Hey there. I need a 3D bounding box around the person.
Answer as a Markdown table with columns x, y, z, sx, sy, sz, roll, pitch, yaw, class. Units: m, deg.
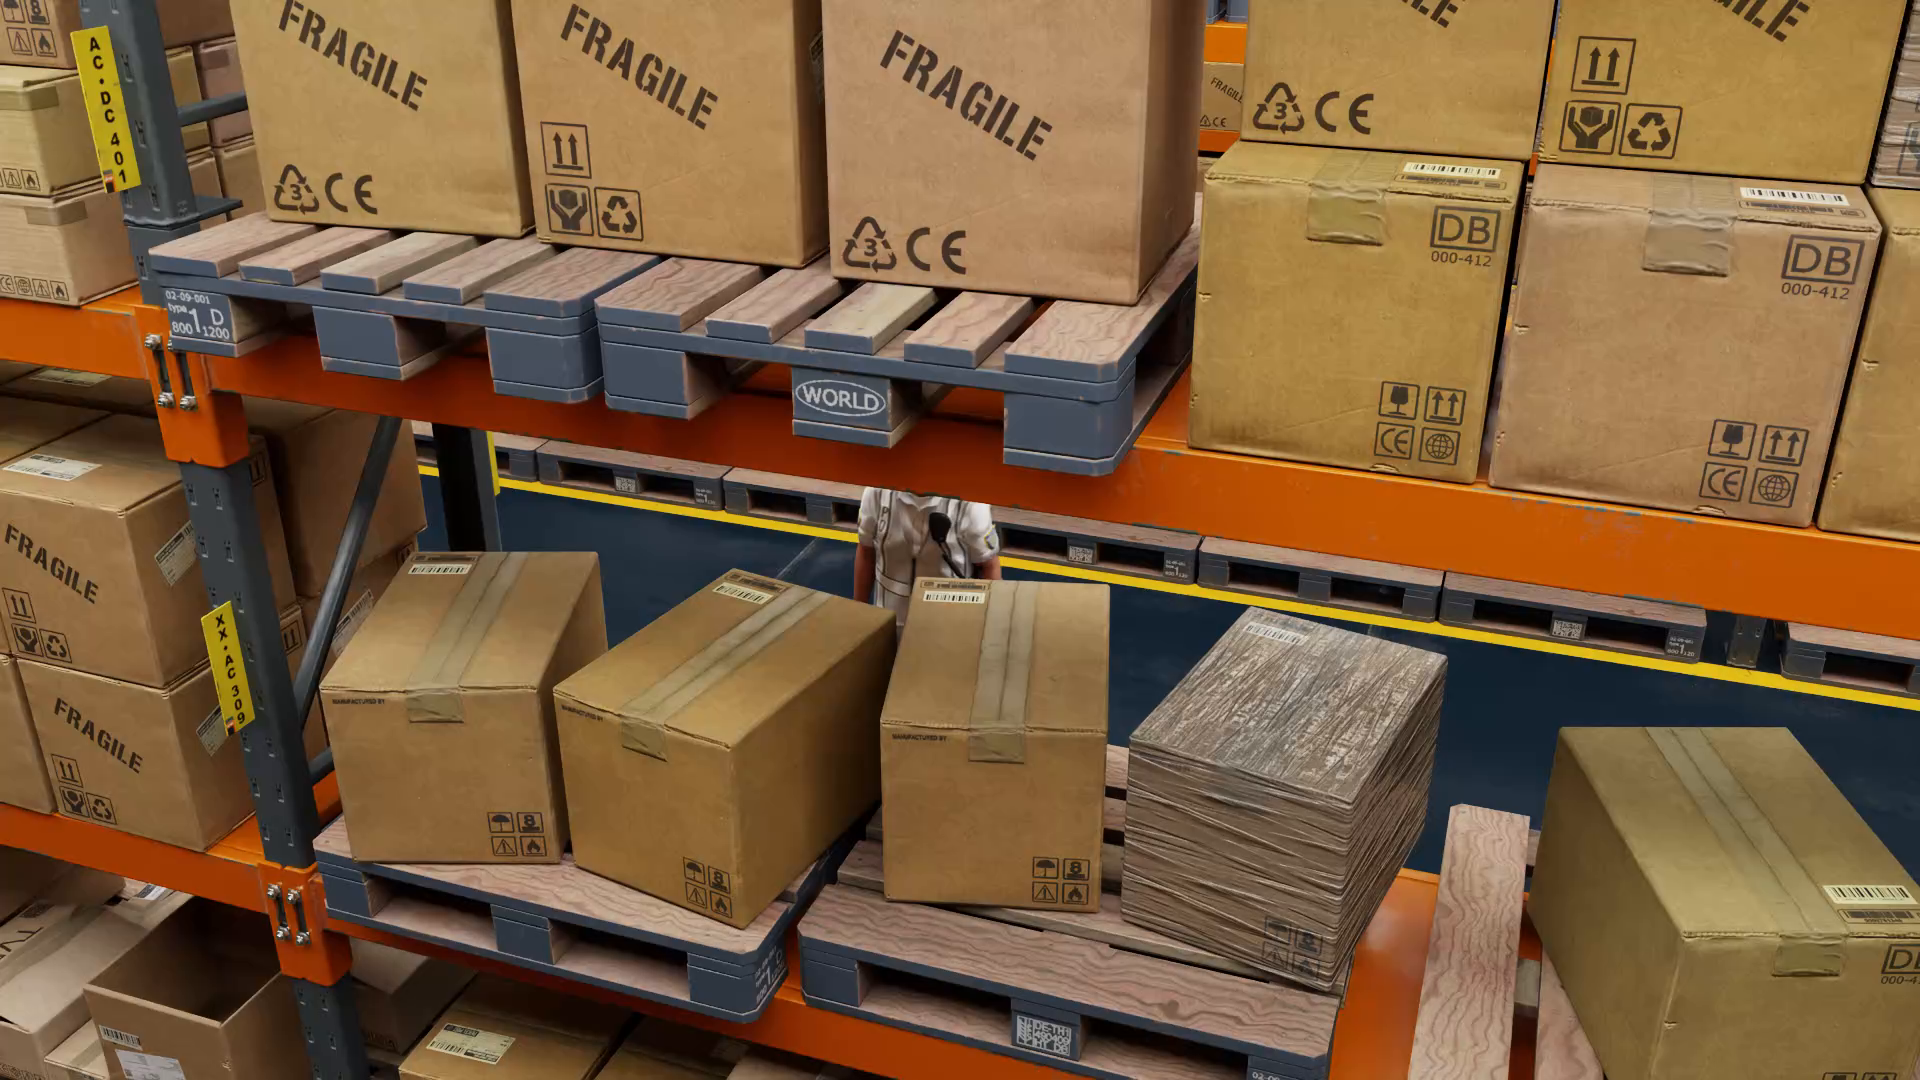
| x | y | z | sx | sy | sz | roll | pitch | yaw | class |
| --- | --- | --- | --- | --- | --- | --- | --- | --- | --- |
| -0.133 | 0.311 | 6.451 | 0.591 | 1.748 | 0.435 | 8 | 27 | 17 | person |
